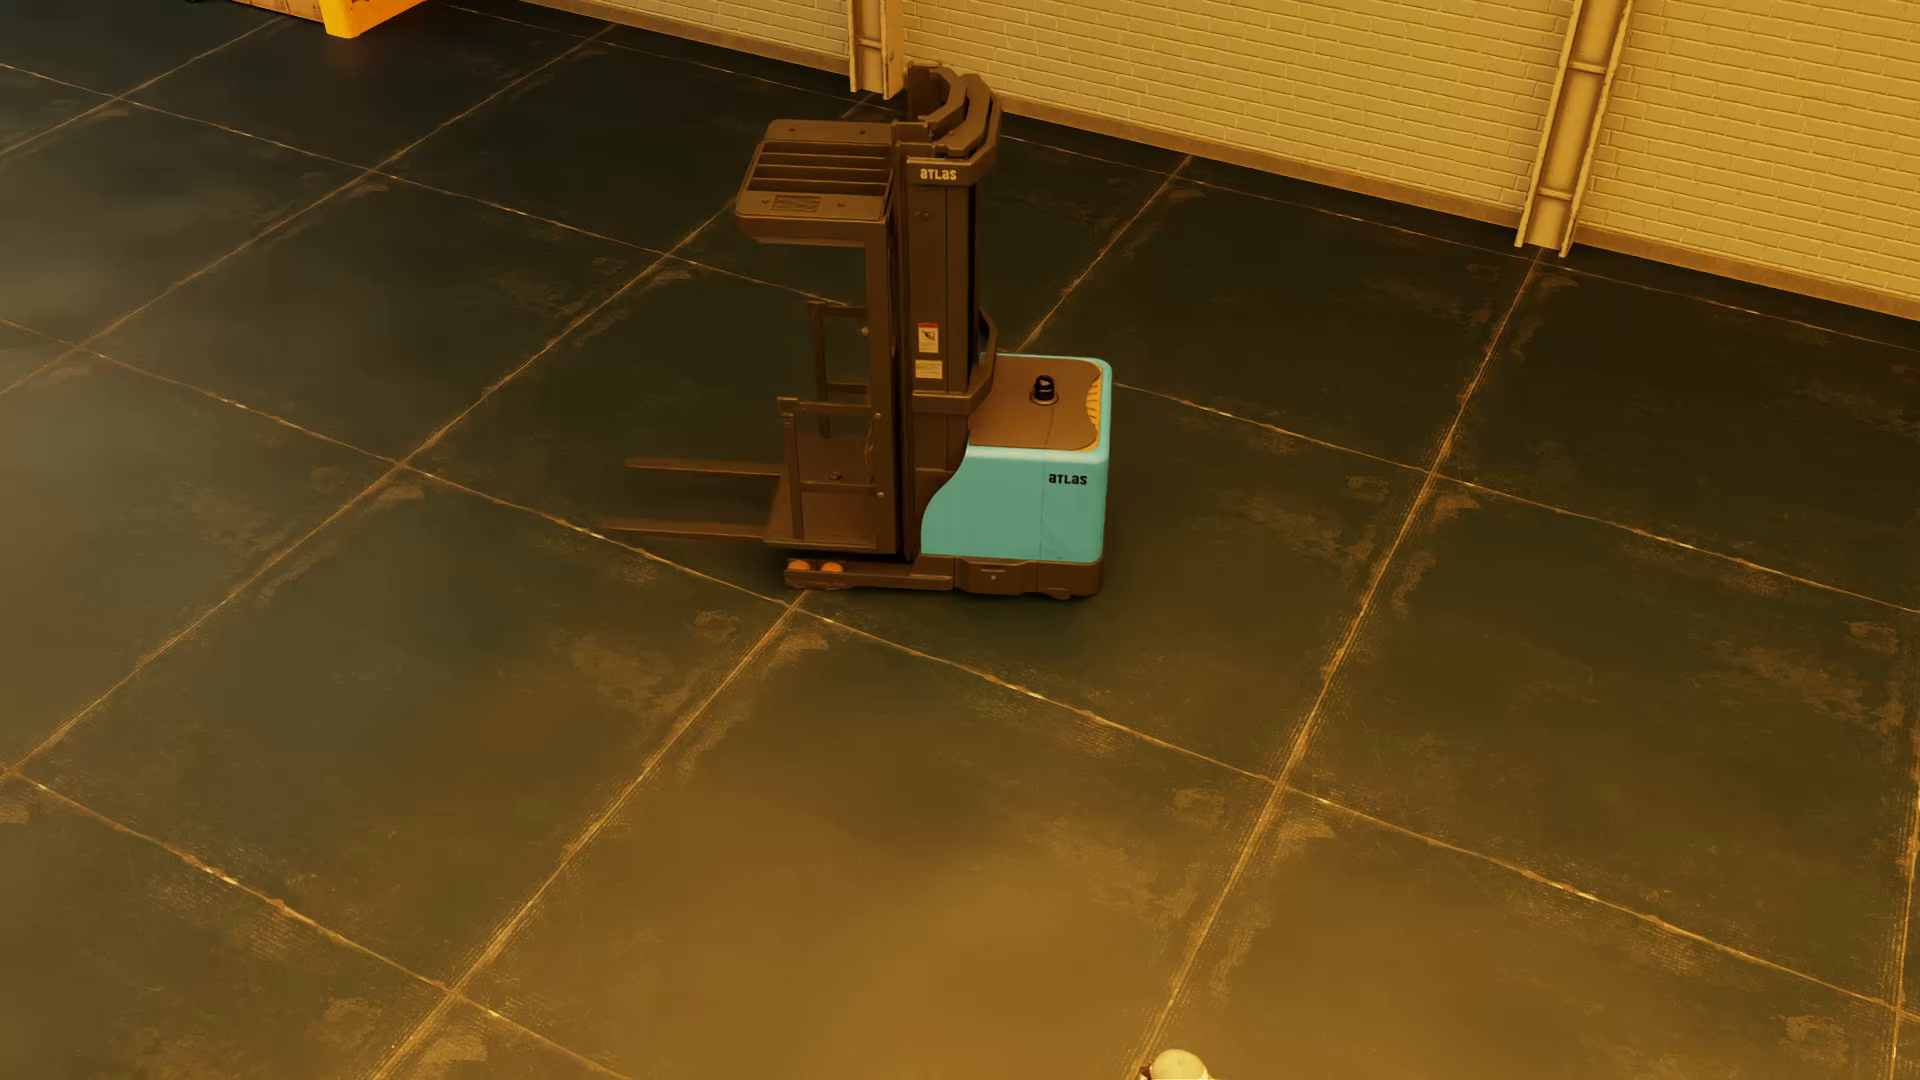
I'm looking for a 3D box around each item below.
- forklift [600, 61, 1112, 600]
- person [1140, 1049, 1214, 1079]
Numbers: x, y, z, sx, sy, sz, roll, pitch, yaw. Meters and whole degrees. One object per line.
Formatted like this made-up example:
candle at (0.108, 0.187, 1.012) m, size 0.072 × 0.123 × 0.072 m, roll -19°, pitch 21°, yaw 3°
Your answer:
forklift at (-0.631, -1.158, 9.362) m, size 3.031 × 2.935 × 1.130 m, roll 3°, pitch 40°, yaw 4°
person at (0.748, 2.365, 6.175) m, size 0.411 × 1.655 × 0.593 m, roll 23°, pitch 45°, yaw 25°
